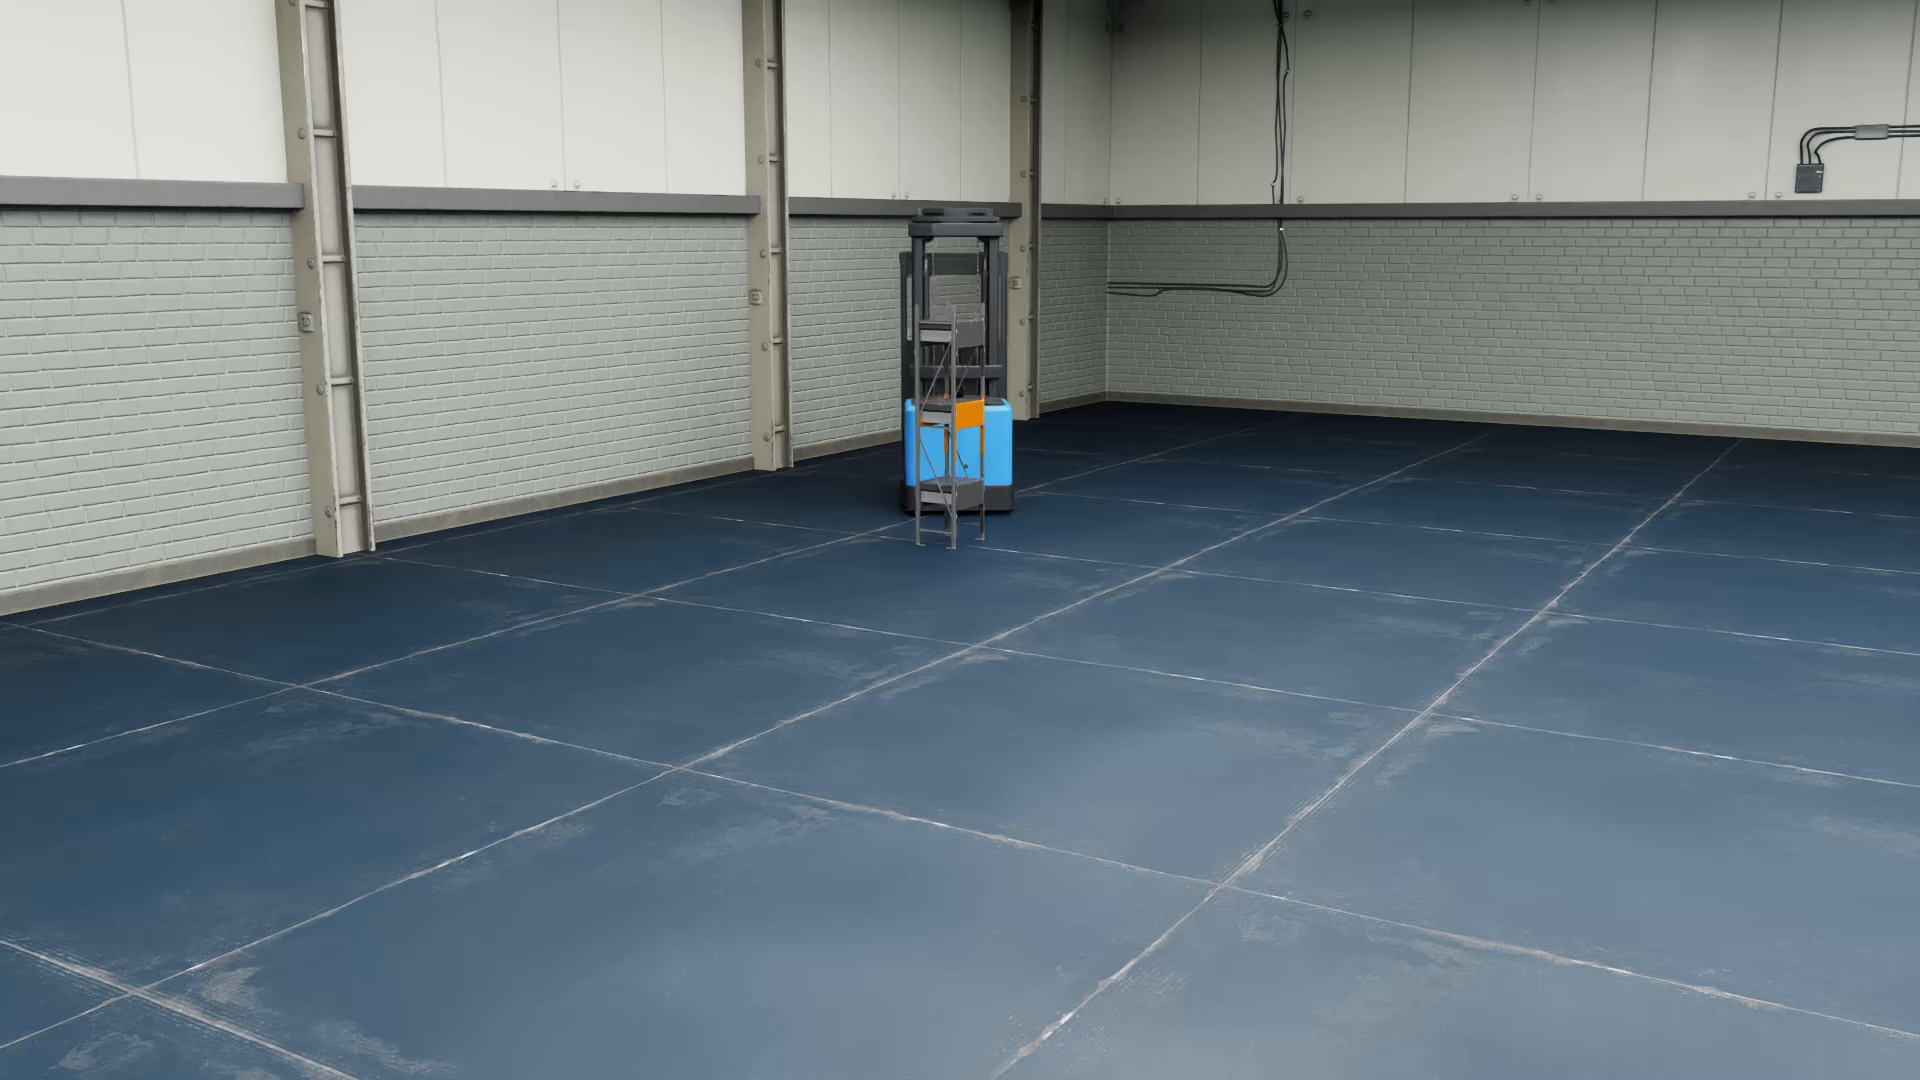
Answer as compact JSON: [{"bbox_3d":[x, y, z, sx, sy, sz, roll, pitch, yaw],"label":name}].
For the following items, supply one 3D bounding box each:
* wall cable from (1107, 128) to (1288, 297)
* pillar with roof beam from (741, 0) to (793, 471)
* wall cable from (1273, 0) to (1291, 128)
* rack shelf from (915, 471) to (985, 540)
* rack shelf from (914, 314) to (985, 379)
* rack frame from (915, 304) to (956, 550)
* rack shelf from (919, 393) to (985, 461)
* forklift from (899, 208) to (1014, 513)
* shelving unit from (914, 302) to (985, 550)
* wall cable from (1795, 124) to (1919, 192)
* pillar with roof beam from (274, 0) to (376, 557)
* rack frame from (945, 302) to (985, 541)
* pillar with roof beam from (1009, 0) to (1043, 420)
[{"bbox_3d":[3.596,-5.019,25.660,3.097,2.526,0.112,6,12,31],"label":"wall cable"},{"bbox_3d":[1.501,-4.853,16.337,9.100,9.000,0.400,6,12,31],"label":"pillar with roof beam"},{"bbox_3d":[5.908,-7.243,23.815,3.097,2.526,0.112,6,12,31],"label":"wall cable"},{"bbox_3d":[-0.086,-0.305,14.668,0.431,0.518,0.480,6,12,31],"label":"rack shelf"},{"bbox_3d":[-0.086,-1.681,14.410,0.431,0.518,0.480,6,12,31],"label":"rack shelf"},{"bbox_3d":[-0.213,-0.968,14.331,0.400,2.100,0.015,6,12,31],"label":"rack frame"},{"bbox_3d":[-0.086,-0.993,14.539,0.431,0.518,0.480,6,12,31],"label":"rack shelf"},{"bbox_3d":[-0.073,-1.929,17.208,1.130,2.935,3.031,0,11,-3],"label":"forklift"},{"bbox_3d":[-0.086,-1.006,14.536,0.431,2.100,0.503,6,12,31],"label":"shelving unit"},{"bbox_3d":[11.702,-7.307,20.204,2.305,6.003,0.169,6,12,31],"label":"wall cable"},{"bbox_3d":[-1.614,-3.909,11.297,9.100,9.000,0.400,6,12,31],"label":"pillar with roof beam"},{"bbox_3d":[0.041,-1.044,14.741,0.400,2.100,0.015,6,12,31],"label":"rack frame"},{"bbox_3d":[4.616,-5.797,21.377,9.100,9.000,0.400,6,12,31],"label":"pillar with roof beam"}]
